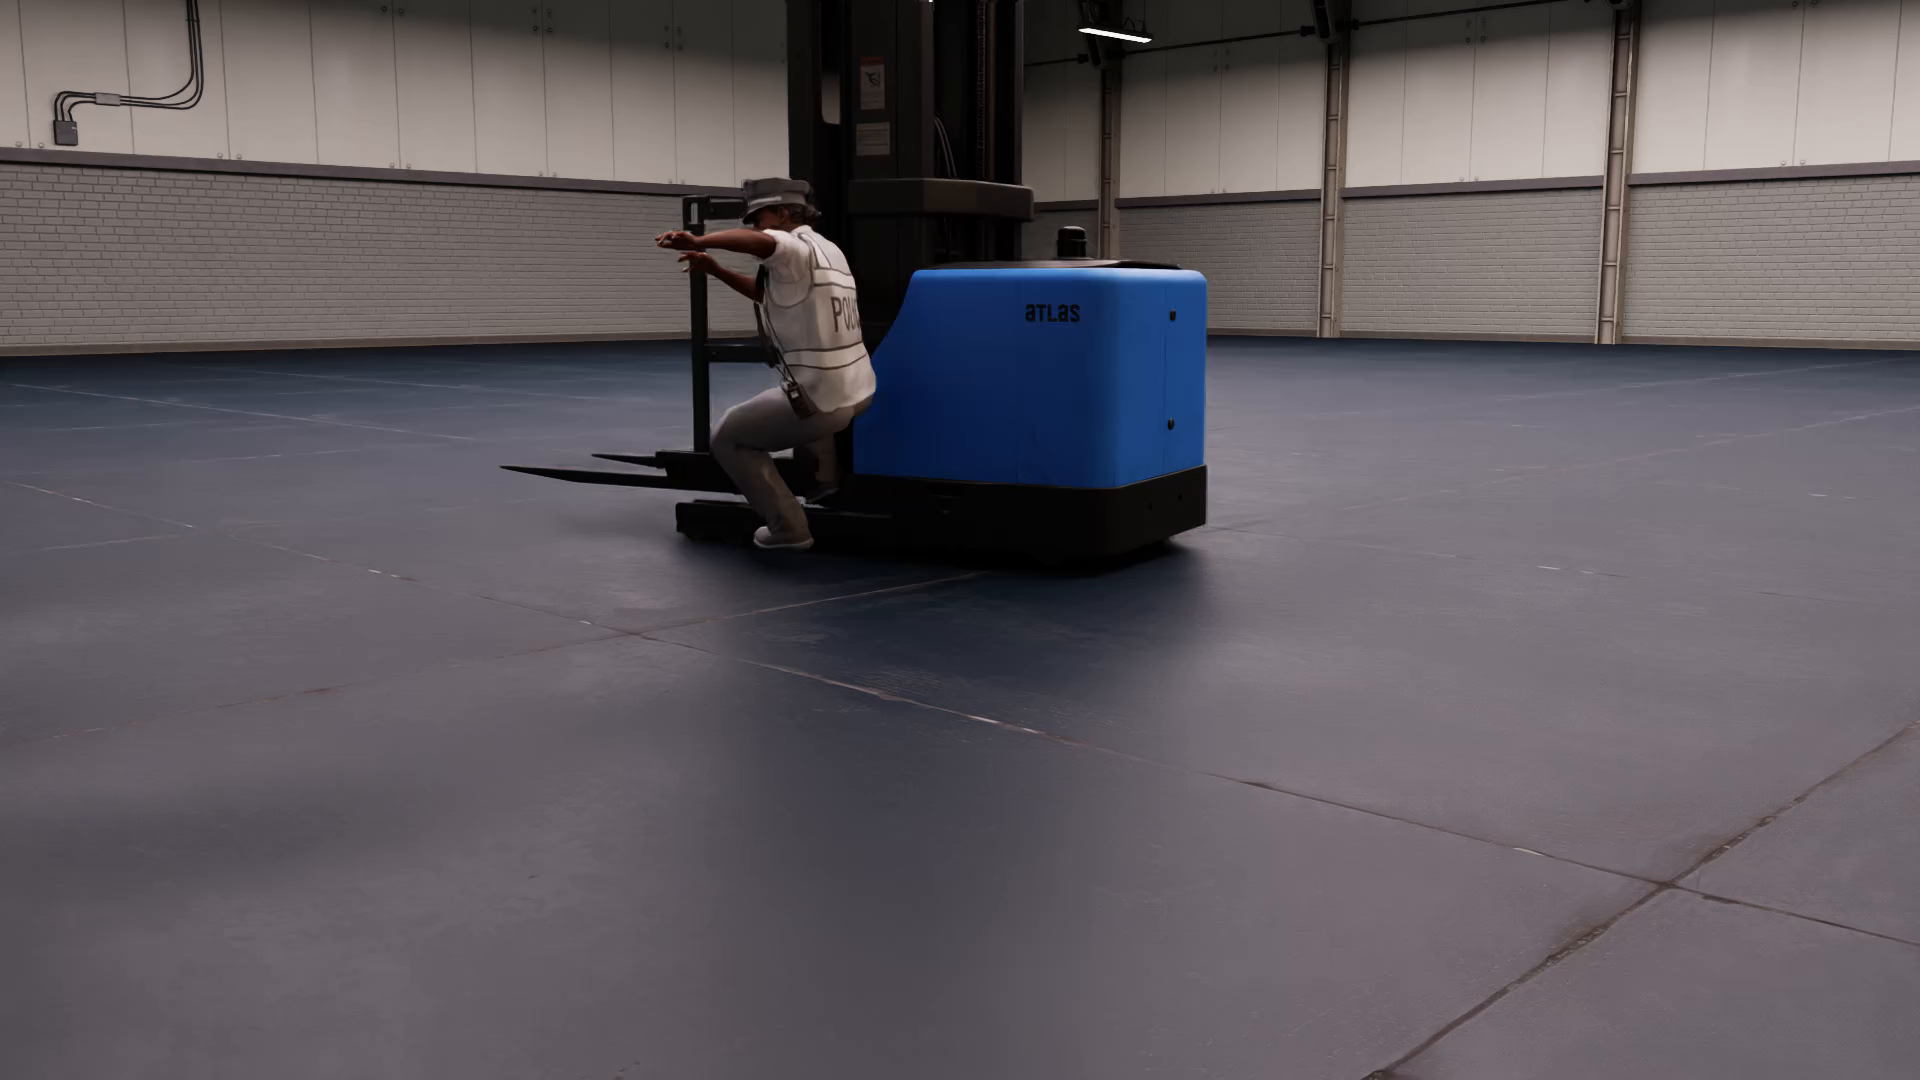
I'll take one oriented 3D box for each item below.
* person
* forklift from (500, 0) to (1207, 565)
[{"bbox_3d":[-0.684,-0.594,5.825,0.726,1.322,1.501,3,9,19],"label":"person"},{"bbox_3d":[-0.559,-1.491,6.778,3.031,2.935,1.130,5,10,28],"label":"forklift"}]
